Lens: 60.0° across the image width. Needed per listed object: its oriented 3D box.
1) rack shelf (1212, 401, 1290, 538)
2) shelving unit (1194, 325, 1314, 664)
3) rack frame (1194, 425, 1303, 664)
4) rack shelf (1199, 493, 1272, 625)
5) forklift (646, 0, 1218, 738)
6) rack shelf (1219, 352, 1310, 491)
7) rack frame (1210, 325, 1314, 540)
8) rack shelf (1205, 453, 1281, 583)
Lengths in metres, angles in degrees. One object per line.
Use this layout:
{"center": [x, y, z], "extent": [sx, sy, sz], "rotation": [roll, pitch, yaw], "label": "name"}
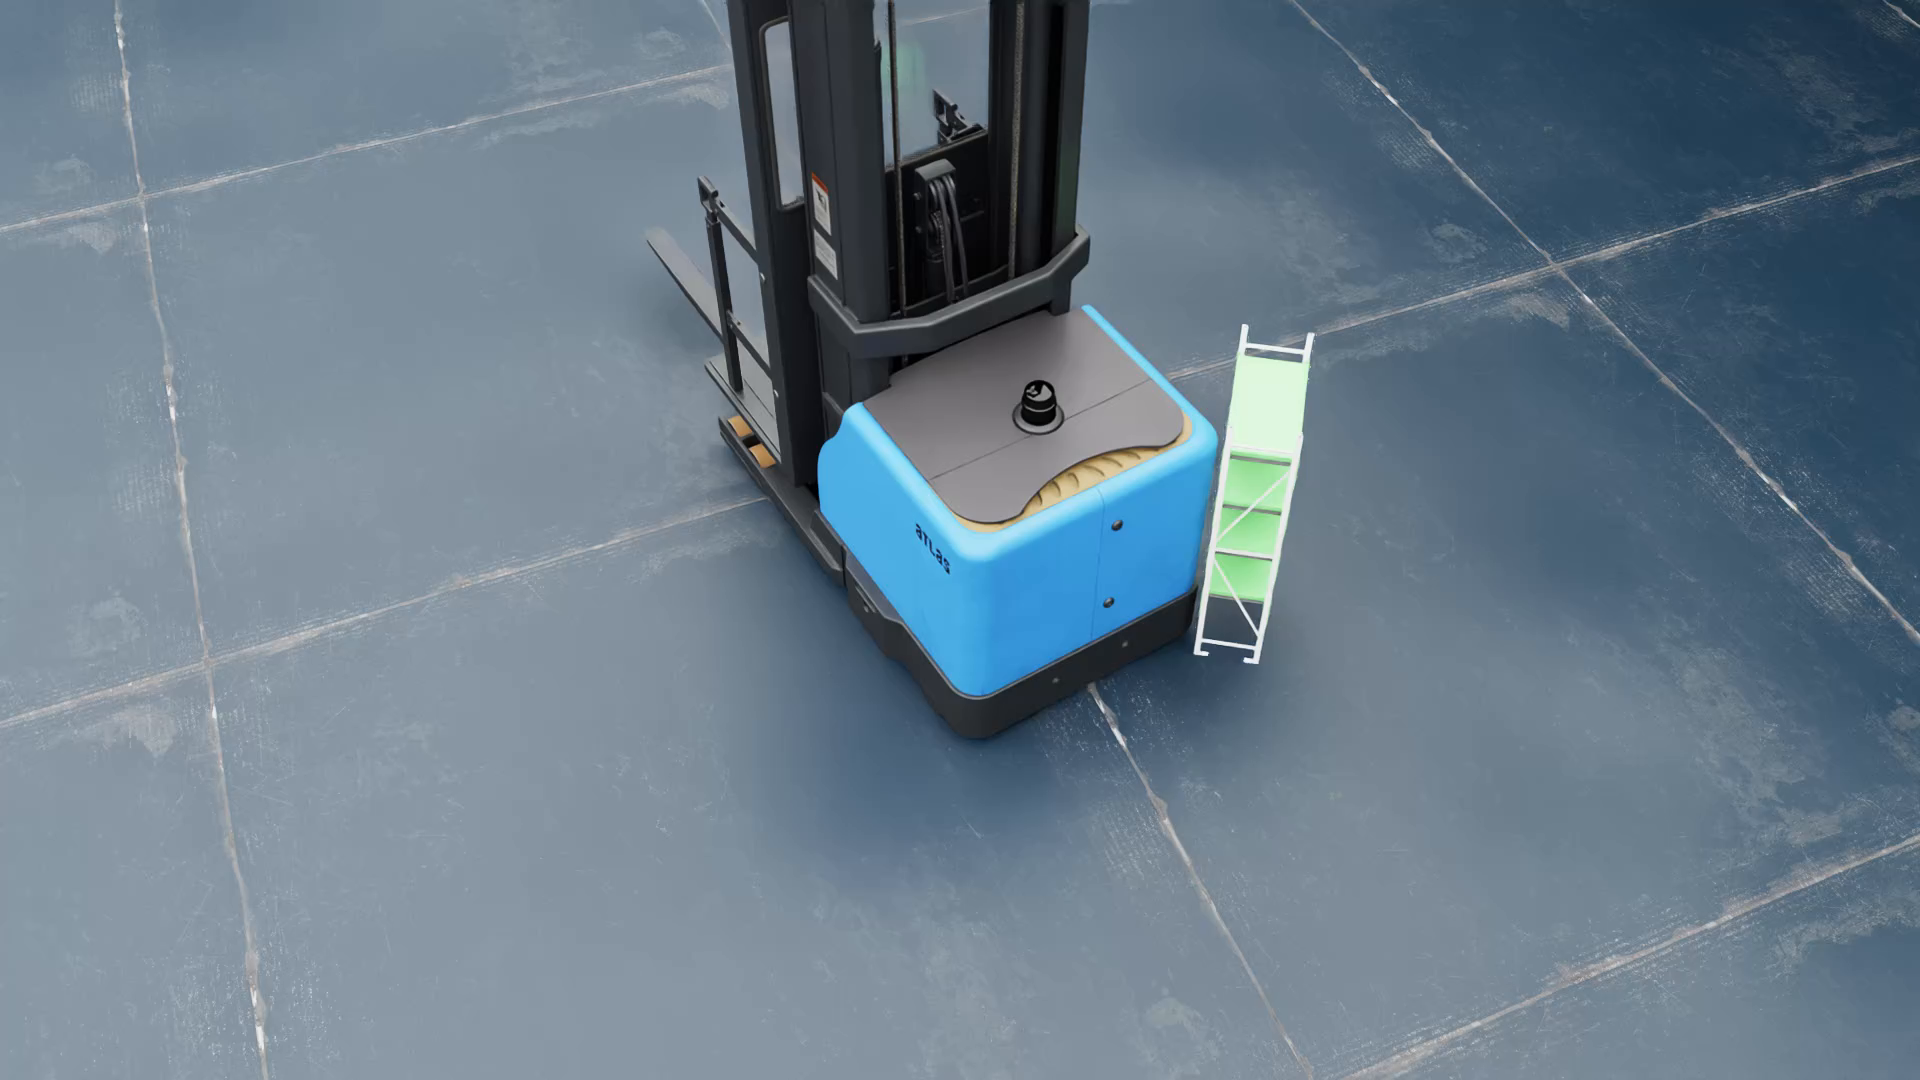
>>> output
{"center": [1.031, -0.249, 5.779], "extent": [0.258, 0.148, 0.480], "rotation": [8, 50, 8], "label": "rack shelf"}
{"center": [1.033, -0.134, 5.912], "extent": [0.258, 1.200, 0.503], "rotation": [8, 50, 8], "label": "shelving unit"}
{"center": [0.984, 0.047, 5.756], "extent": [0.240, 1.200, 0.015], "rotation": [8, 50, 8], "label": "rack frame"}
{"center": [1.038, 0.065, 6.142], "extent": [0.258, 0.148, 0.480], "rotation": [8, 50, 8], "label": "rack shelf"}
{"center": [-0.333, -1.360, 5.826], "extent": [1.130, 2.935, 3.031], "rotation": [-25, 54, -20], "label": "forklift"}
{"center": [1.027, -0.406, 5.597], "extent": [0.258, 0.148, 0.480], "rotation": [8, 50, 8], "label": "rack shelf"}
{"center": [1.083, -0.315, 6.067], "extent": [0.240, 1.200, 0.015], "rotation": [8, 50, 8], "label": "rack frame"}
{"center": [1.035, -0.092, 5.960], "extent": [0.258, 0.148, 0.480], "rotation": [8, 50, 8], "label": "rack shelf"}
